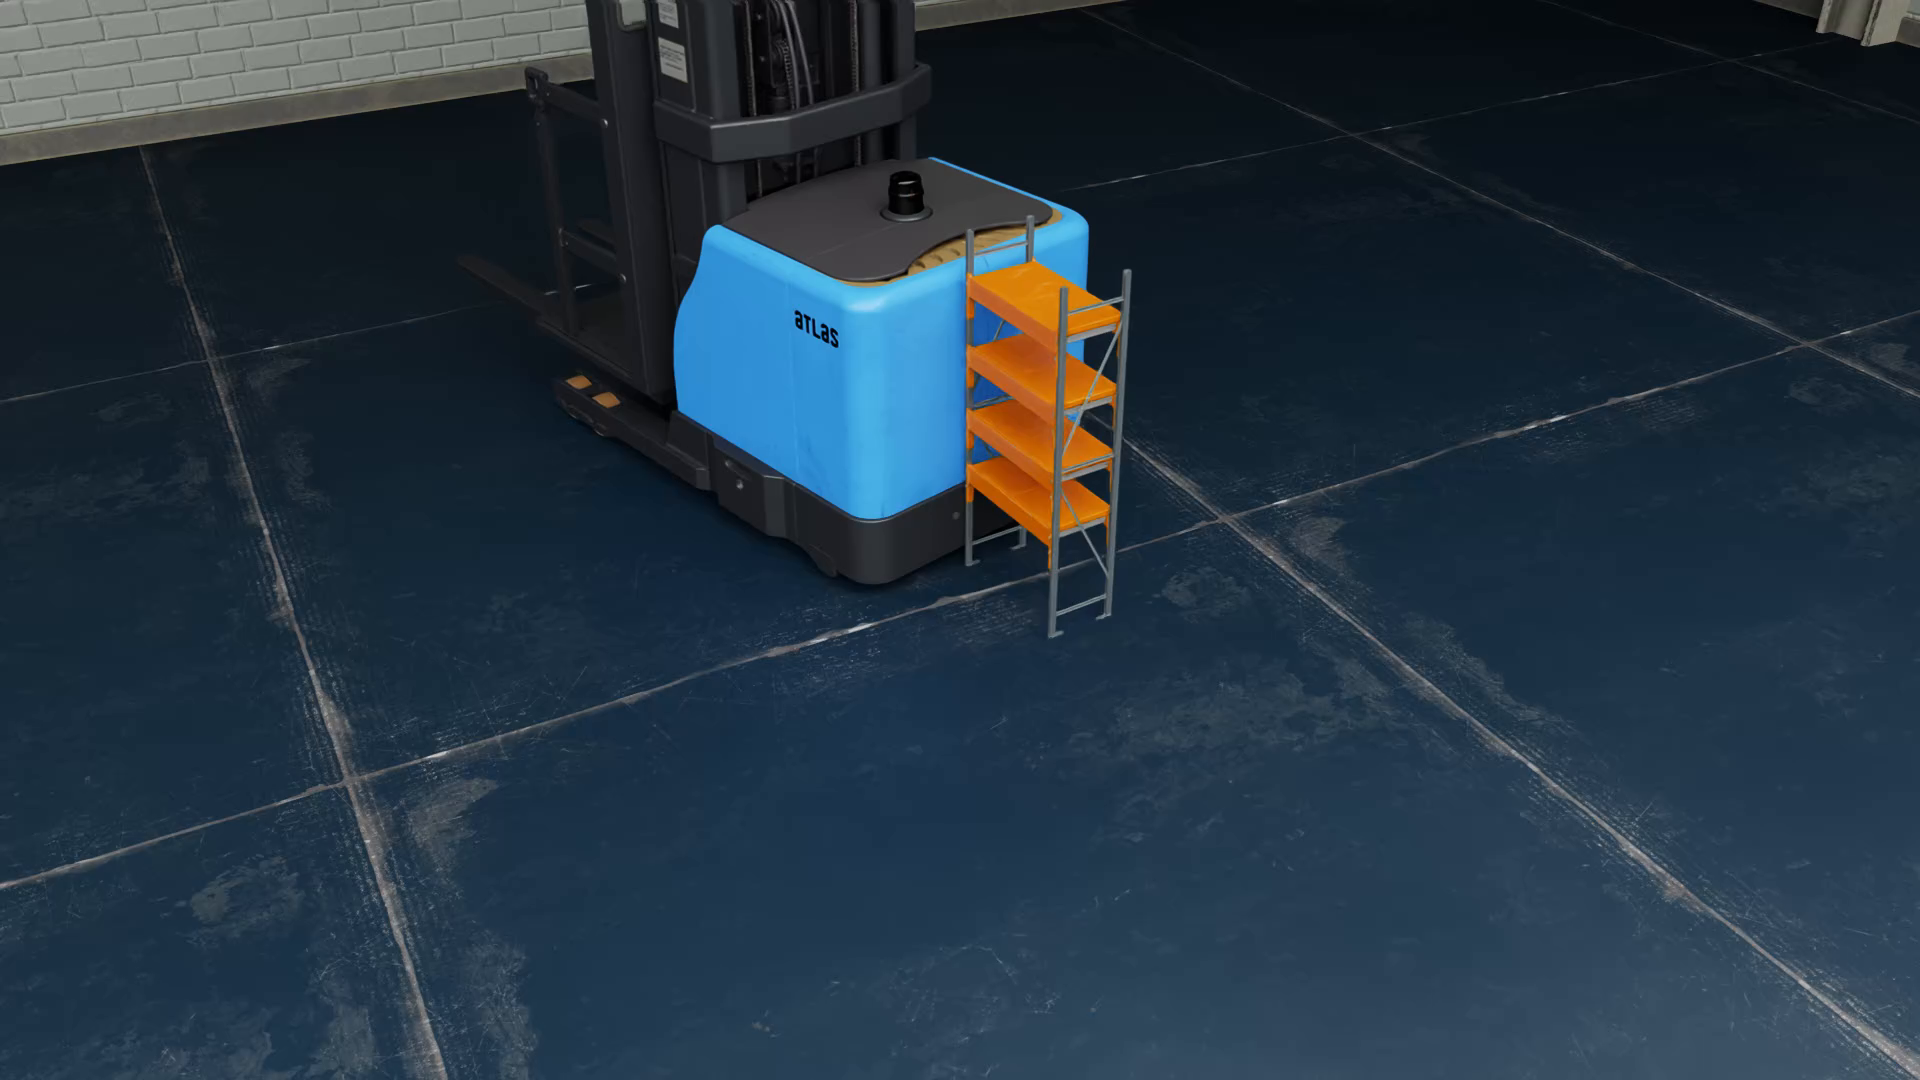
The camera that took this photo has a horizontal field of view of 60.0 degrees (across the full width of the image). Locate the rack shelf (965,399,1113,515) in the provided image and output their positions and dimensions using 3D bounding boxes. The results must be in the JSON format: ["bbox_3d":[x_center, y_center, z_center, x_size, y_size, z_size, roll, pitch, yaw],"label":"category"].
[{"bbox_3d":[0.252,-0.283,5.205,0.258,0.148,0.480,-19,37,-27],"label":"rack shelf"}]

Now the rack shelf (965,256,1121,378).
[{"bbox_3d":[0.252,-0.671,4.956,0.258,0.148,0.480,-19,37,-27],"label":"rack shelf"}]

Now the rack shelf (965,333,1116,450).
[{"bbox_3d":[0.252,-0.472,5.084,0.258,0.148,0.480,-19,37,-27],"label":"rack shelf"}]

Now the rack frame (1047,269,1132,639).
[{"bbox_3d":[0.383,-0.229,4.995,0.240,1.200,0.015,-19,37,-27],"label":"rack frame"}]

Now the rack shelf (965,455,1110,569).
[{"bbox_3d":[0.252,-0.116,5.312,0.258,0.148,0.480,-19,37,-27],"label":"rack shelf"}]

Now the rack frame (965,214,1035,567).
[{"bbox_3d":[0.122,-0.451,5.342,0.240,1.200,0.015,-19,37,-27],"label":"rack frame"}]

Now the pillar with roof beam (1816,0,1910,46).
[{"bbox_3d":[2.078,-6.017,6.801,9.100,9.000,0.400,-16,36,-23],"label":"pillar with roof beam"}]

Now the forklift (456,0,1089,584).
[{"bbox_3d":[-0.930,-1.797,5.838,1.130,2.935,3.031,-26,41,-35],"label":"forklift"}]

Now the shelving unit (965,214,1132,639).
[{"bbox_3d":[0.252,-0.340,5.168,0.258,1.200,0.503,-19,37,-27],"label":"shelving unit"}]
